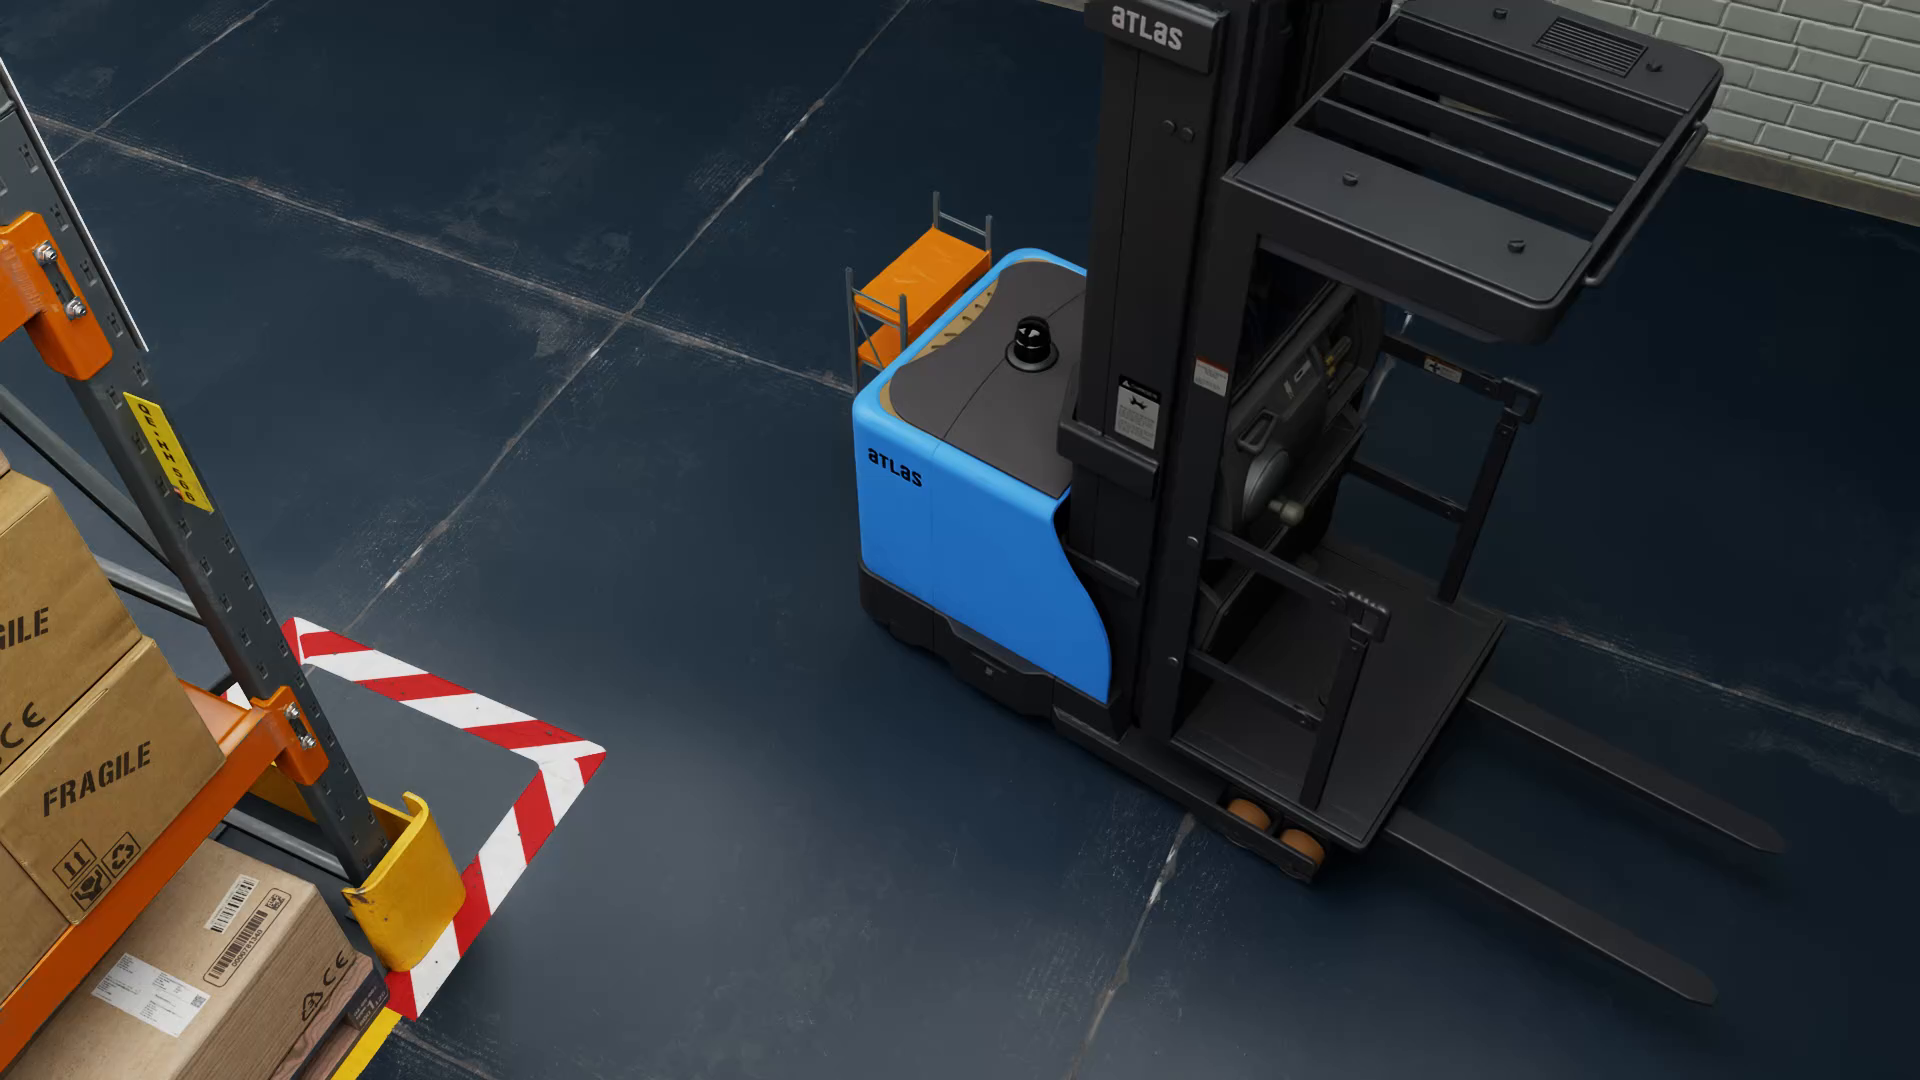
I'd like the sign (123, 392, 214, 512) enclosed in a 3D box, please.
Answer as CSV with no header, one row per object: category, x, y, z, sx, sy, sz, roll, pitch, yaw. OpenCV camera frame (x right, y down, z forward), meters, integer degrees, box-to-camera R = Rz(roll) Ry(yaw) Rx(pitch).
sign,-1.675,-0.183,3.520,0.100,0.325,0.005,20,52,16

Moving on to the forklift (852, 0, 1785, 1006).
forklift,1.138,-0.333,4.609,3.031,2.935,1.130,28,55,22

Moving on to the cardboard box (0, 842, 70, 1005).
cardboard box,-2.355,0.810,3.526,0.500,0.500,0.500,19,52,15

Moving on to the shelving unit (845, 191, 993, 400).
shelving unit,-0.131,-0.598,5.971,0.258,1.200,0.503,28,55,22

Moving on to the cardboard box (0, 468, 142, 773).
cardboard box,-2.150,0.136,3.442,0.500,0.500,0.500,21,53,17

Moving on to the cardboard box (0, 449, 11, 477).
cardboard box,-2.132,-0.171,3.278,0.380,0.149,0.250,20,53,17

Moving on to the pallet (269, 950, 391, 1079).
pallet,-2.431,1.563,4.781,1.003,0.211,1.213,20,52,16

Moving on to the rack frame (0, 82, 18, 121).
rack frame,-2.160,-1.861,1.925,1.000,3.000,0.127,20,52,16

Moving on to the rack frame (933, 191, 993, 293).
rack frame,0.010,-0.749,6.099,0.240,1.200,0.015,28,55,22

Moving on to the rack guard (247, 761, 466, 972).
rack guard,-2.150,0.877,5.176,1.175,0.500,0.348,20,52,16

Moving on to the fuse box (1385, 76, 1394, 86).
fuse box,2.065,-2.606,7.344,0.539,1.711,0.414,20,52,16

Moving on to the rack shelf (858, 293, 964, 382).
rack shelf,-0.131,-0.699,5.851,0.258,0.148,0.480,28,55,22

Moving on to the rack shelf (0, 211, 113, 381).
rack shelf,-3.014,0.722,2.169,1.077,0.370,4.000,20,52,16

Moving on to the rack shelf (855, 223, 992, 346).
rack shelf,-0.131,-0.852,5.671,0.258,0.148,0.480,28,55,22

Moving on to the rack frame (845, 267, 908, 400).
rack frame,-0.273,-0.446,5.842,0.240,1.200,0.015,28,55,22

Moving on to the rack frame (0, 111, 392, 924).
rack frame,-2.160,0.083,4.210,1.000,3.000,0.127,20,52,16

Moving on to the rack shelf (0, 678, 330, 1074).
rack shelf,-3.014,1.694,3.312,1.077,0.370,4.000,20,52,16

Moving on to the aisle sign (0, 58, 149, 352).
aisle sign,-1.849,-0.708,3.176,0.394,0.787,0.004,20,52,16

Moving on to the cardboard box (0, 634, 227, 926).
cardboard box,-2.127,0.469,3.816,0.500,0.500,0.500,20,53,16

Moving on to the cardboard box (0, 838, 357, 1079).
cardboard box,-2.351,1.265,4.611,0.875,0.438,0.875,18,52,15
